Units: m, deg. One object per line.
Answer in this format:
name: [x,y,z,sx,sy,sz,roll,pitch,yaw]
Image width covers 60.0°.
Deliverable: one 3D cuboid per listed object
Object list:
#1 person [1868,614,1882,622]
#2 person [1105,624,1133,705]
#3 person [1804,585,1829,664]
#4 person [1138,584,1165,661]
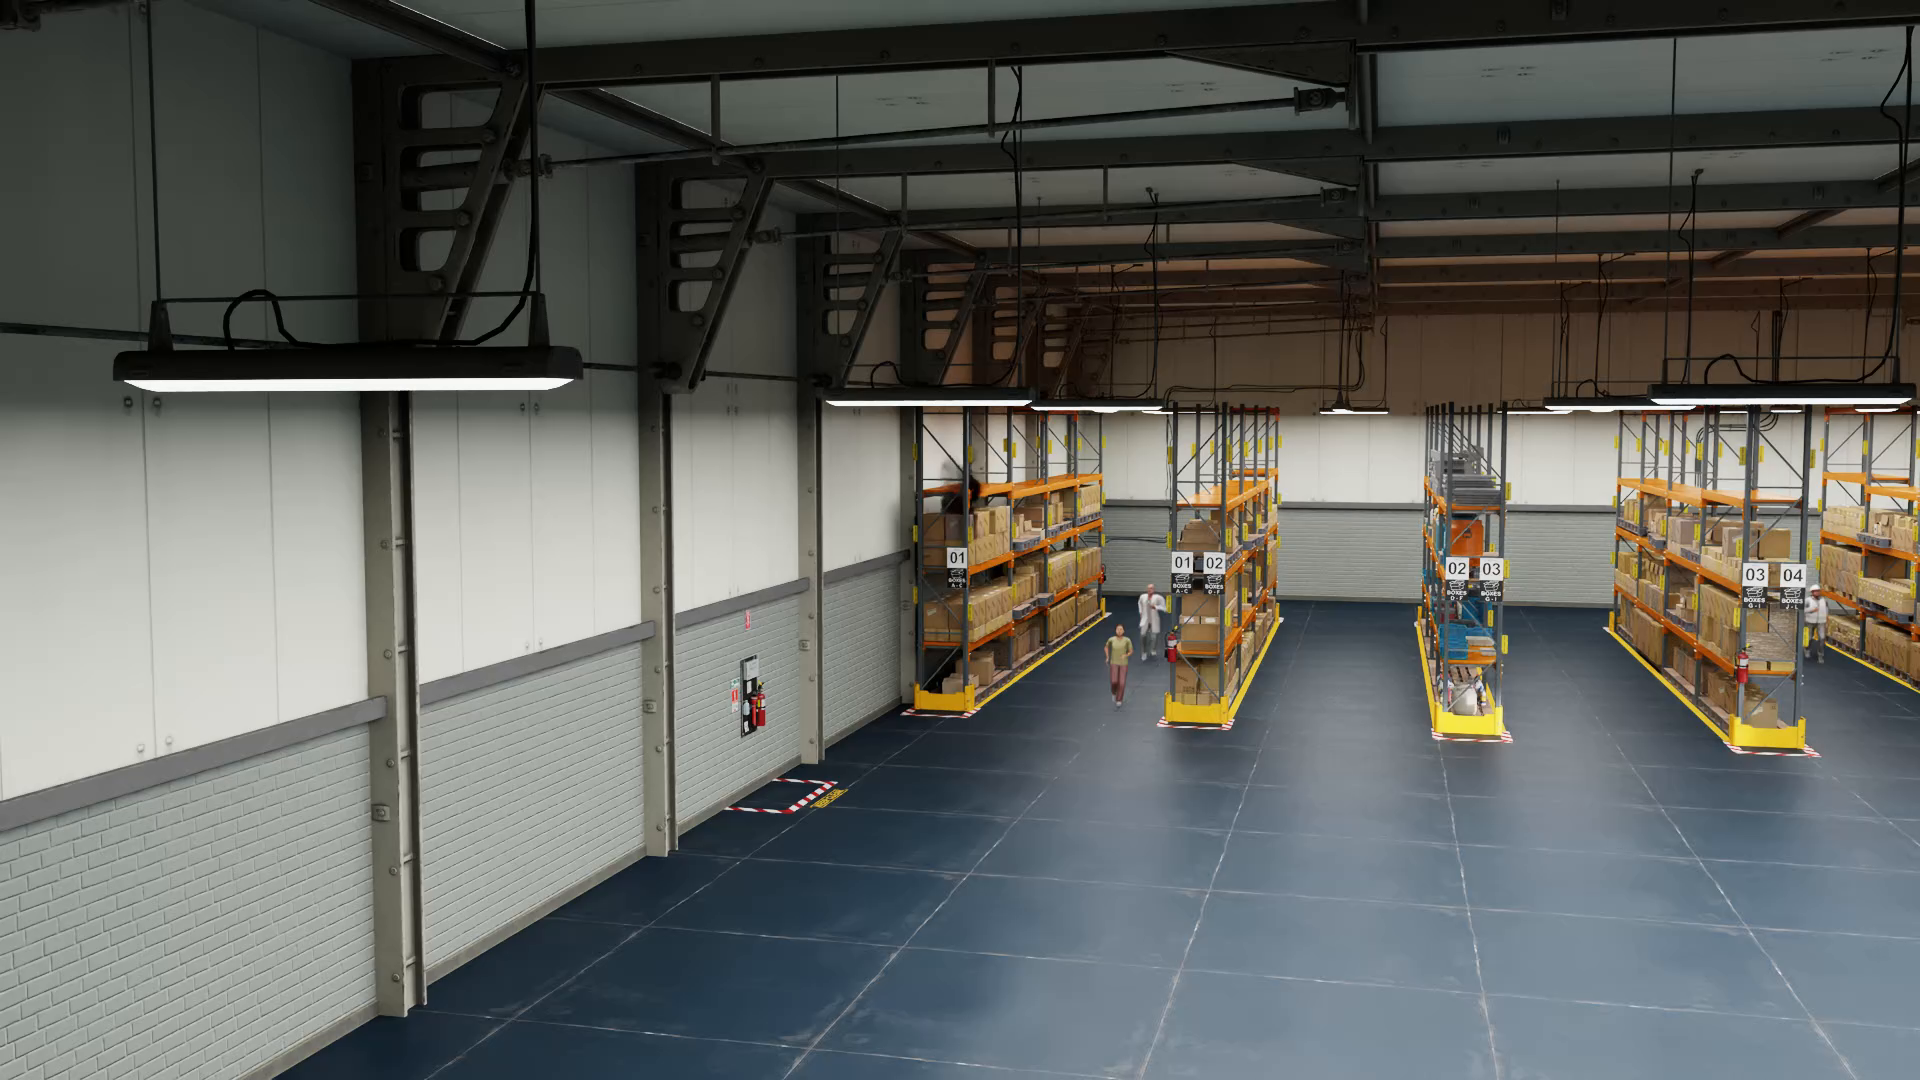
person: [23.964,1.652,43.479,0.727,1.689,0.643,-2,5,-26]
person: [3.138,2.477,32.860,0.566,1.622,0.549,0,4,6]
person: [20.023,1.954,38.931,0.633,1.823,0.821,1,4,16]
person: [4.536,1.948,39.372,0.683,1.825,0.859,1,4,16]
